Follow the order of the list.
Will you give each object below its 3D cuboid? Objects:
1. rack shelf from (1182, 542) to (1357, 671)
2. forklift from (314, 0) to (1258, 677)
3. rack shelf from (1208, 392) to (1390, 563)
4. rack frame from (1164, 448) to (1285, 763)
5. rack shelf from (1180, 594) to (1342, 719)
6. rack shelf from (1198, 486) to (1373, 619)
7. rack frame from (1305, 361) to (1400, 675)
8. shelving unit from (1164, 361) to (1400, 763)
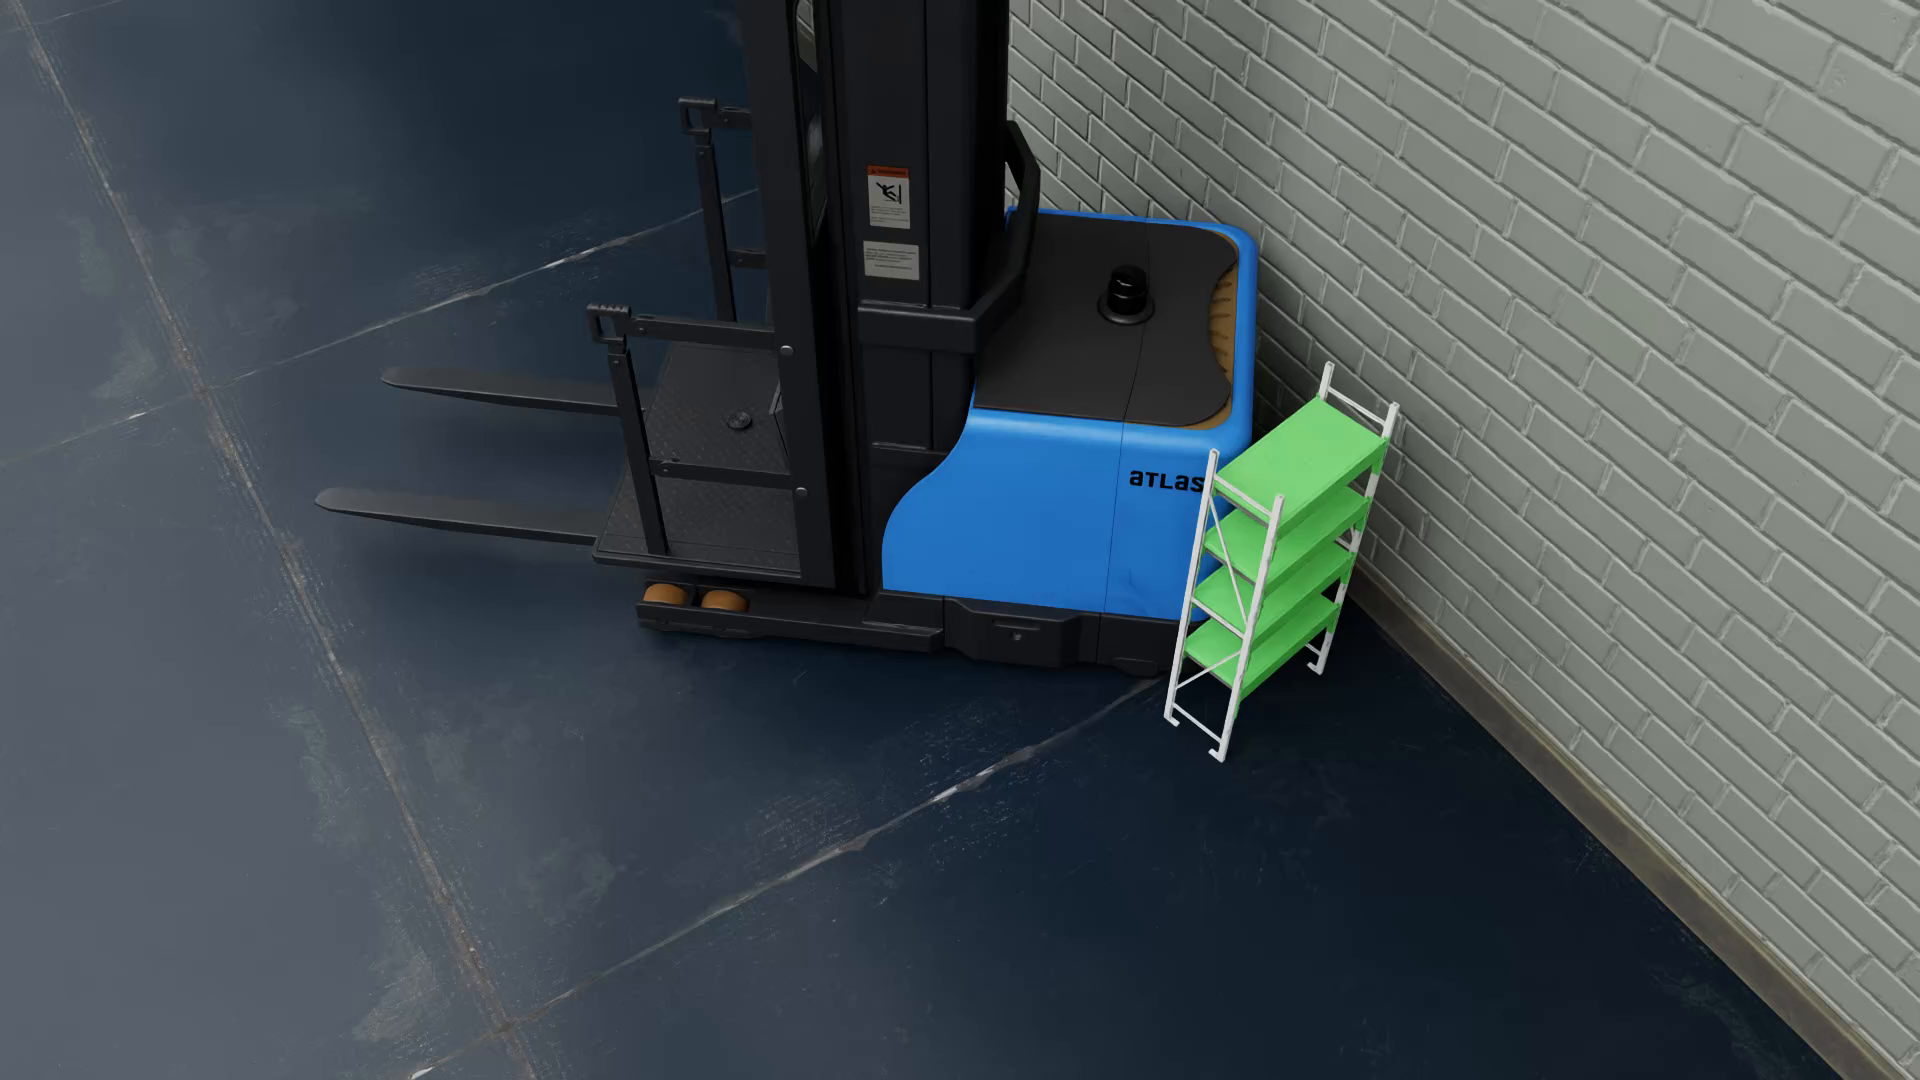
[{"bbox_3d":[0.912,0.140,4.905,0.480,0.148,0.258,-36,58,-27],"label":"rack shelf"},{"bbox_3d":[-0.618,-1.040,4.713,3.031,2.935,1.130,6,49,5],"label":"forklift"},{"bbox_3d":[0.916,-0.176,4.544,0.480,0.148,0.258,-36,58,-27],"label":"rack shelf"},{"bbox_3d":[0.736,0.224,4.744,0.015,1.200,0.240,-36,58,-27],"label":"rack frame"},{"bbox_3d":[0.910,0.298,5.086,0.480,0.148,0.258,-36,58,-27],"label":"rack shelf"},{"bbox_3d":[0.914,-0.018,4.725,0.480,0.148,0.258,-36,58,-27],"label":"rack shelf"},{"bbox_3d":[1.088,-0.029,4.970,0.015,1.200,0.240,-36,58,-27],"label":"rack frame"},{"bbox_3d":[0.912,0.098,4.857,0.503,1.200,0.258,-36,58,-27],"label":"shelving unit"}]
